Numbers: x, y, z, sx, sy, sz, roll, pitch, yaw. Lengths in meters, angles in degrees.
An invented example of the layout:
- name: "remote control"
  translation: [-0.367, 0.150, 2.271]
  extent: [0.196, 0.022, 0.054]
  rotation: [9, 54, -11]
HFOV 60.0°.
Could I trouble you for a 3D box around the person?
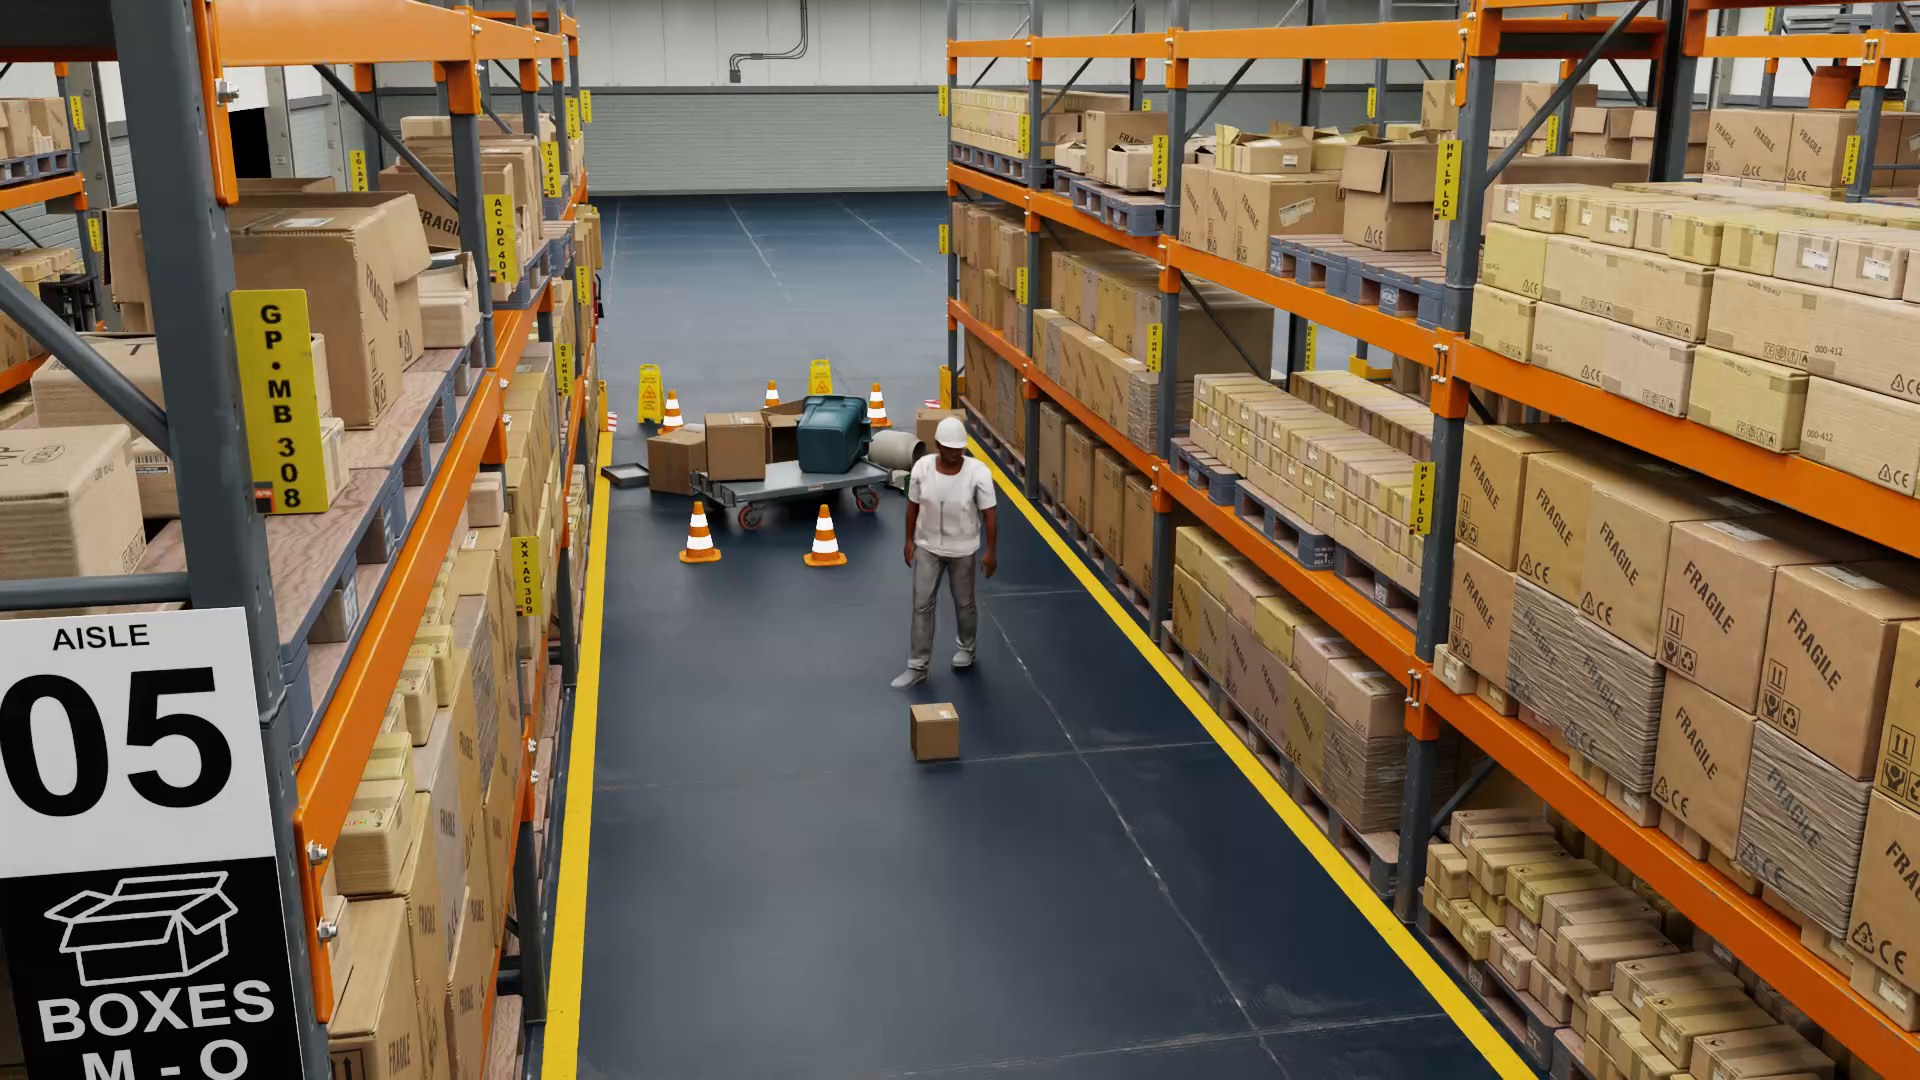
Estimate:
- name: "person"
  translation: [-0.076, 0.058, 10.804]
  extent: [0.644, 1.775, 0.713]
  rotation: [4, 17, 13]
